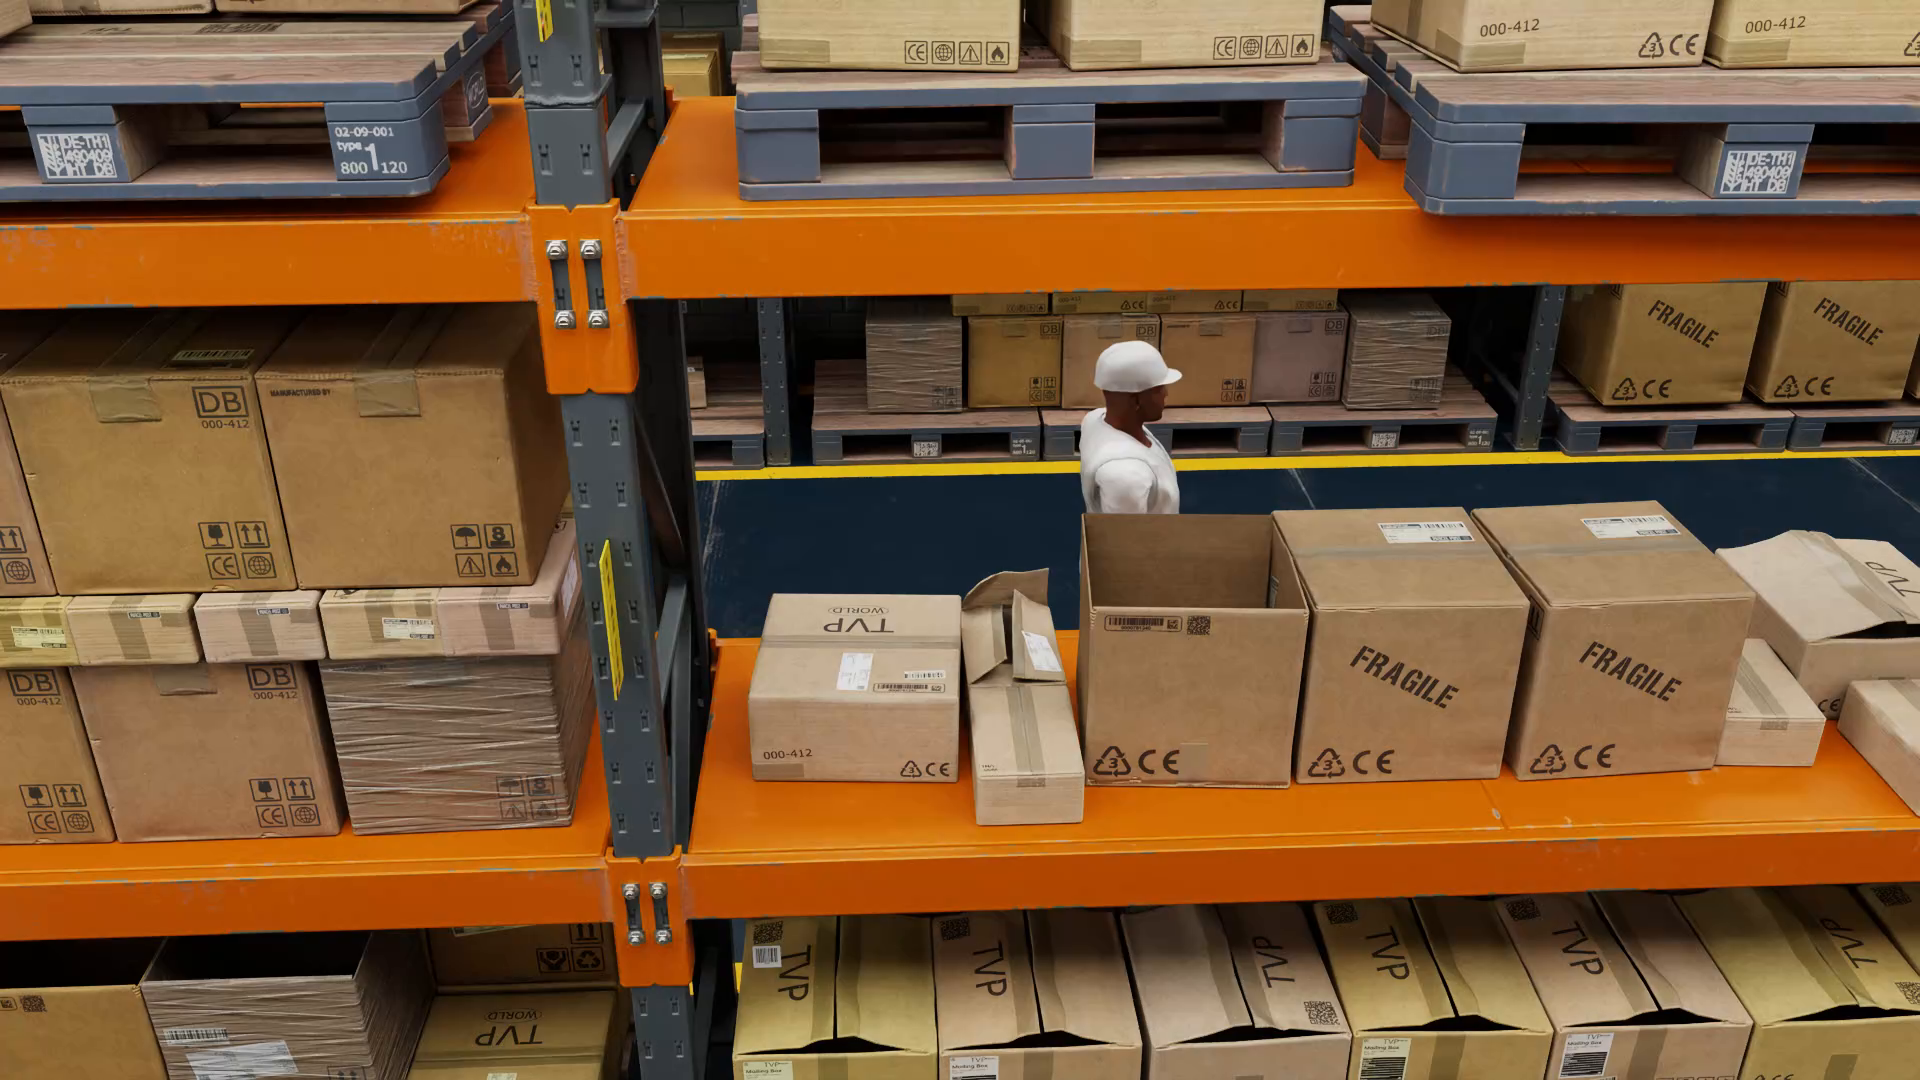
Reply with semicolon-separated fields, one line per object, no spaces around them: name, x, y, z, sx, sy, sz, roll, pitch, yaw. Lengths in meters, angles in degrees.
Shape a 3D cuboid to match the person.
person;0.584;0.143;5.821;0.363;1.761;0.563;-1;27;-1
